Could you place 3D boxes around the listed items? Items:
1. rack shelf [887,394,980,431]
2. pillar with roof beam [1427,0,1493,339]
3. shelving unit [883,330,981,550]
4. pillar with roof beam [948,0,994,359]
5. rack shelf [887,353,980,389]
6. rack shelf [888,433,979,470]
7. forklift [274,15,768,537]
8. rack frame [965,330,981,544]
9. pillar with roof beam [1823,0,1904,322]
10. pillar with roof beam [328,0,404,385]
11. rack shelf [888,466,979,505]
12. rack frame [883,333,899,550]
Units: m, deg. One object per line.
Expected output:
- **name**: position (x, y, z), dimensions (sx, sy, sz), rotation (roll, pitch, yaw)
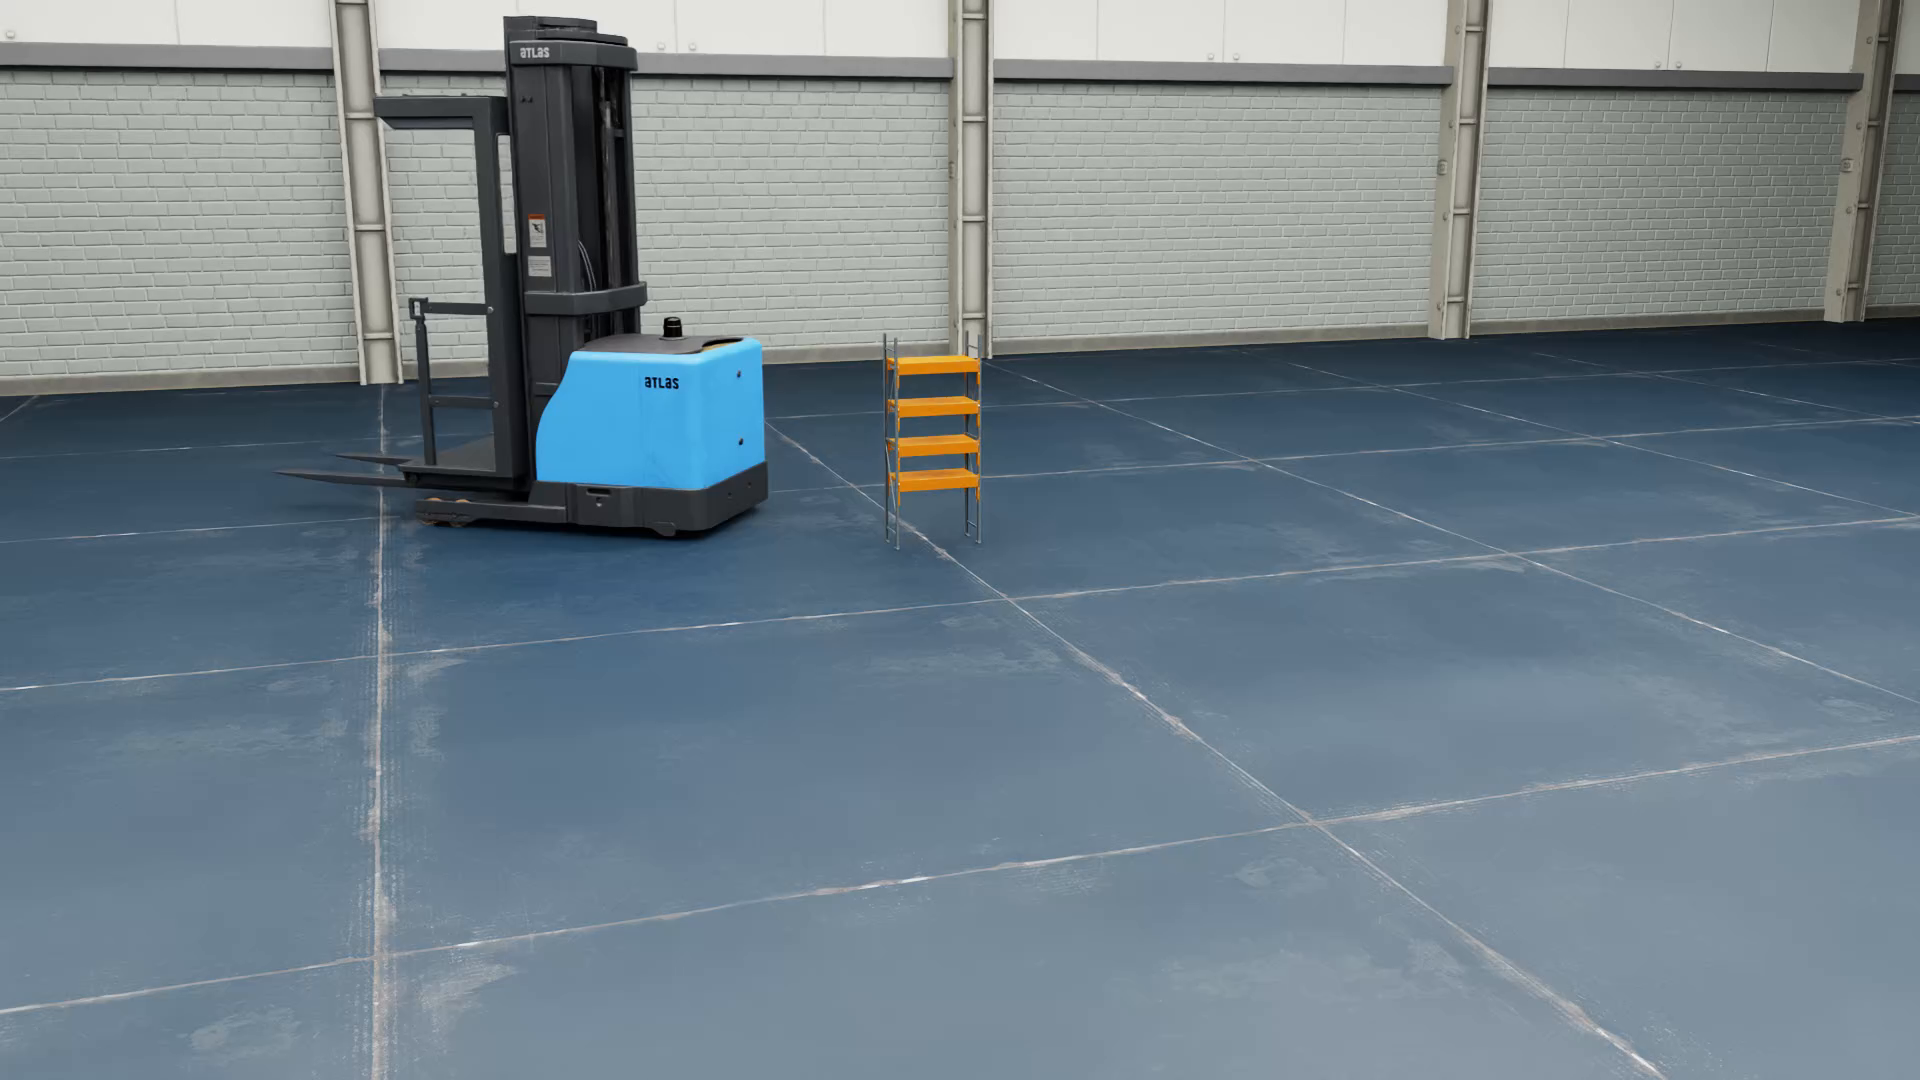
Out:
- **rack shelf**: position (-0.157, -0.724, 9.416), dimensions (0.480, 0.148, 0.258), rotation (-4, 14, -18)
- **pillar with roof beam**: position (7.172, -5.843, 14.759), dimensions (0.400, 9.000, 9.100), rotation (-4, 14, -18)
- **shelving unit**: position (-0.157, -0.571, 9.453), dimensions (0.503, 1.200, 0.258), rotation (-4, 14, -18)
- **pillar with roof beam**: position (1.485, -5.400, 12.898), dimensions (0.400, 9.000, 9.100), rotation (-4, 14, -18)
- **rack shelf**: position (-0.157, -0.954, 9.362), dimensions (0.480, 0.148, 0.258), rotation (-4, 14, -18)
- **rack shelf**: position (-0.157, -0.506, 9.468), dimensions (0.480, 0.148, 0.258), rotation (-4, 14, -18)
- **forklift**: position (-2.779, -1.616, 10.101), dimensions (3.031, 2.935, 1.130), rotation (4, 14, 16)
- **rack frame**: position (0.074, -0.590, 9.528), dimensions (0.015, 1.200, 0.240), rotation (-4, 14, -18)
- **pillar with roof beam**: position (12.859, -6.285, 16.621), dimensions (0.400, 9.000, 9.100), rotation (-4, 14, -18)
- **pillar with roof beam**: position (-4.201, -4.957, 11.036), dimensions (0.400, 9.000, 9.100), rotation (-4, 14, -18)
- **rack shelf**: position (-0.157, -0.313, 9.514), dimensions (0.480, 0.148, 0.258), rotation (-4, 14, -18)
- **rack frame**: position (-0.388, -0.553, 9.377), dimensions (0.015, 1.200, 0.240), rotation (-4, 14, -18)
